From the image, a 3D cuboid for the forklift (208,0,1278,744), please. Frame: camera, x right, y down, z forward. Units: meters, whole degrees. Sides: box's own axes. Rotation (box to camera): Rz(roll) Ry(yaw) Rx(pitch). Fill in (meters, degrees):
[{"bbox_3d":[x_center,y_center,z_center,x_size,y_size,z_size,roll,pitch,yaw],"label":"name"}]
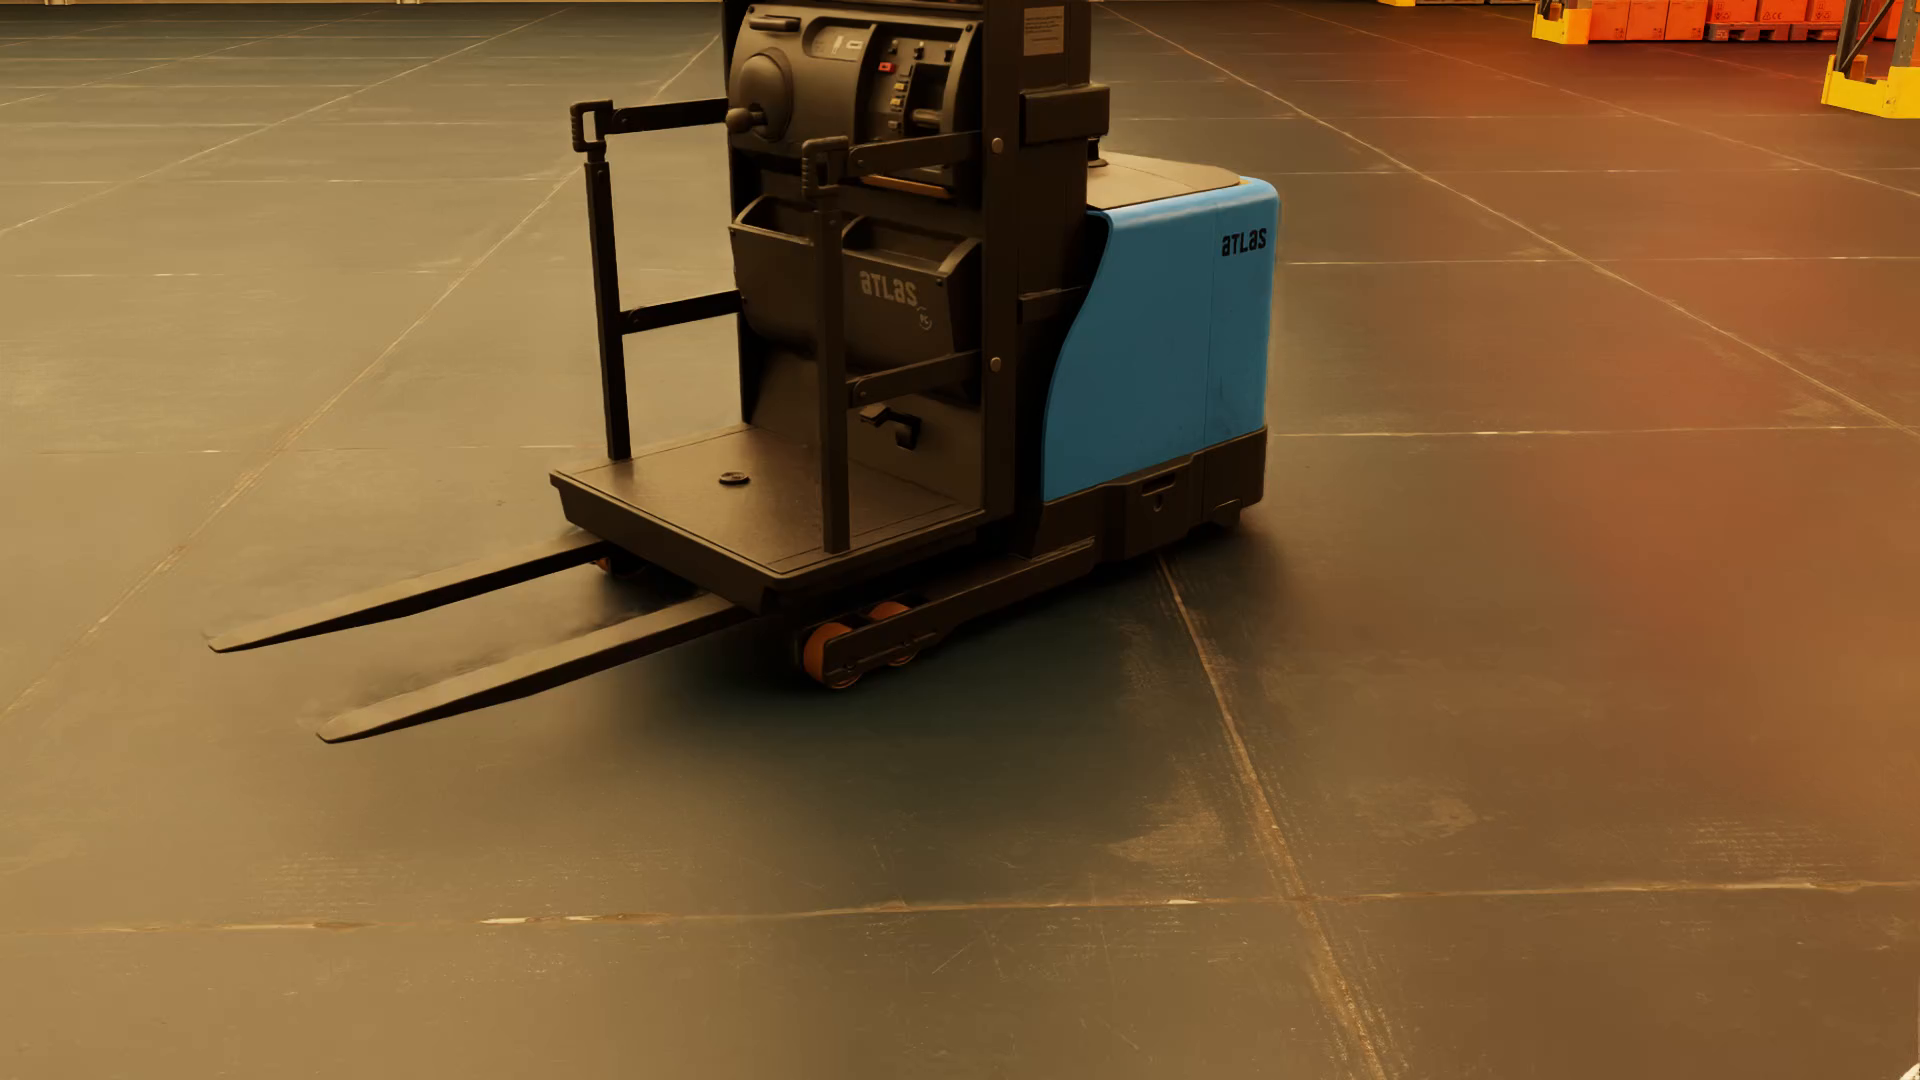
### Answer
[{"bbox_3d":[-0.450,-1.201,4.219,3.031,2.935,1.130,-19,28,-40],"label":"forklift"}]
